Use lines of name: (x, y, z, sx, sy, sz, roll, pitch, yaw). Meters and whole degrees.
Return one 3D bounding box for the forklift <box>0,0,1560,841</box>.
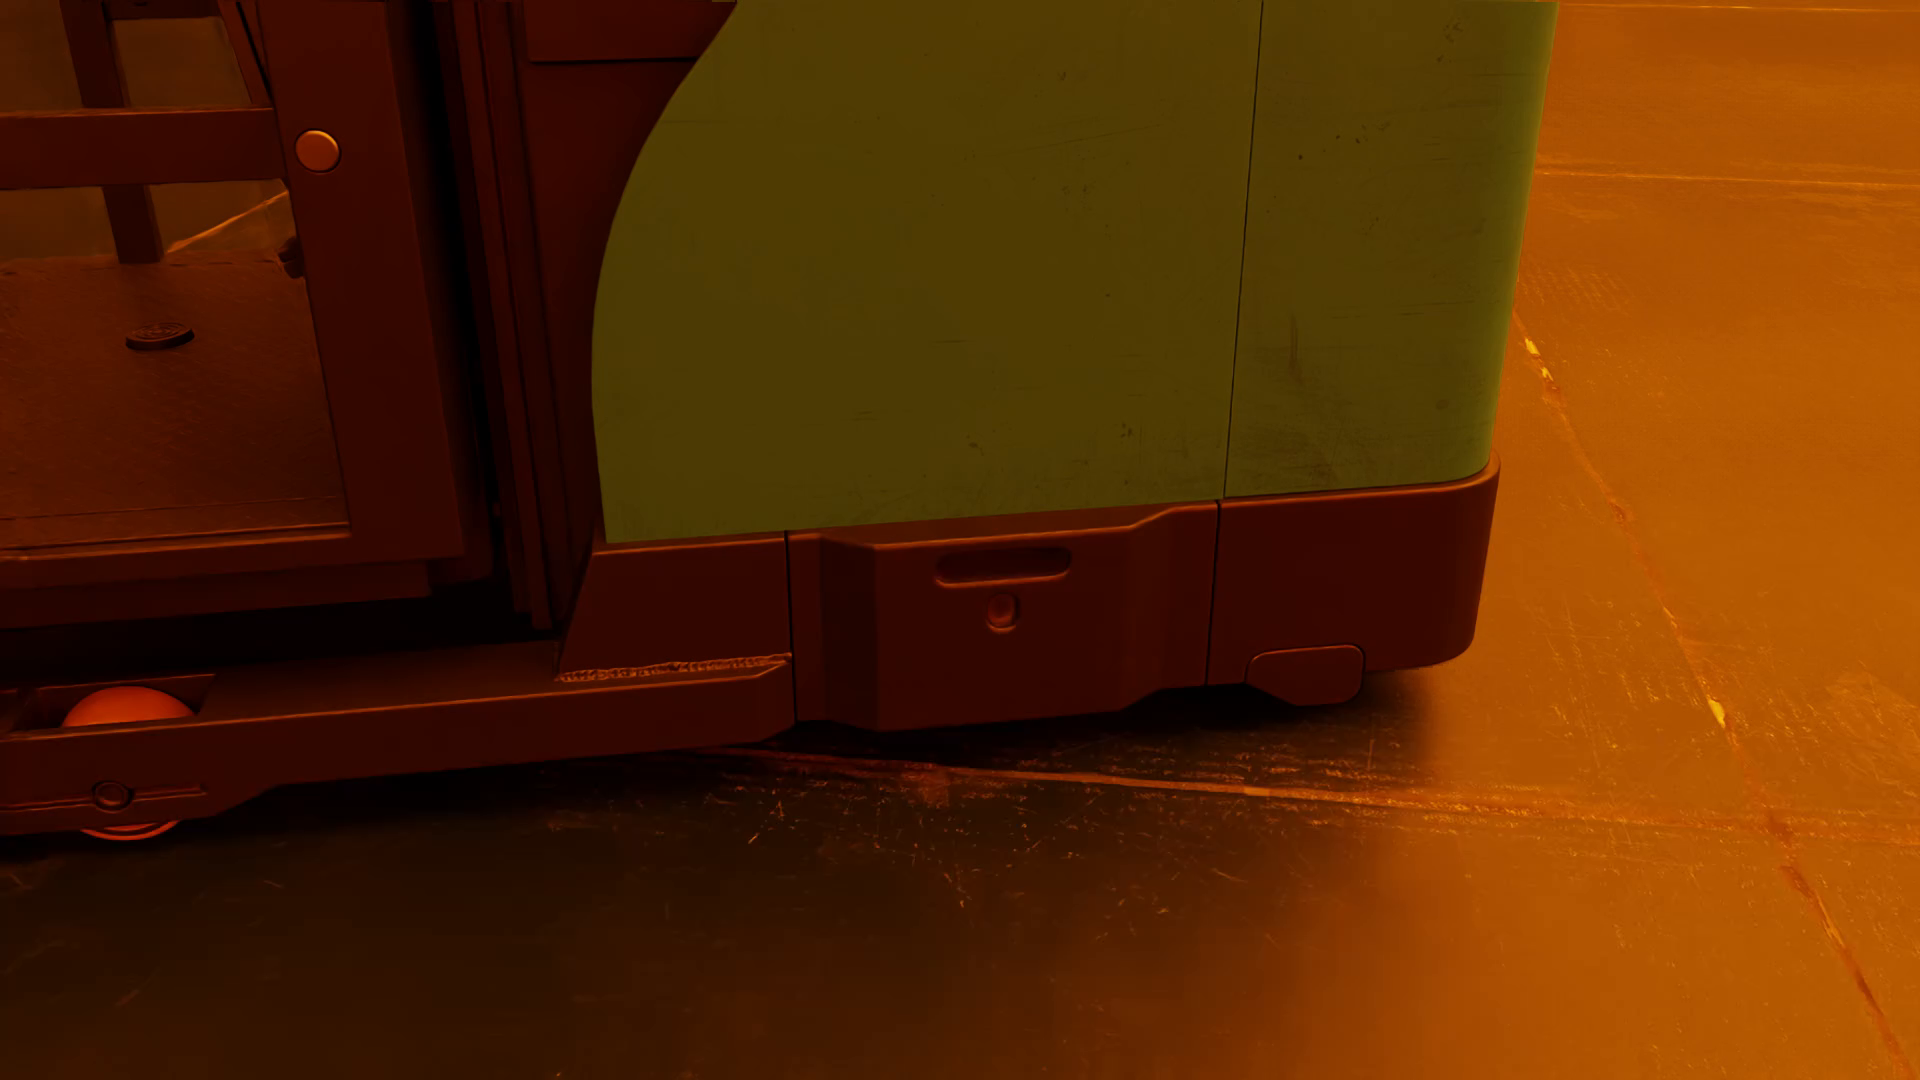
forklift: (-0.913, -1.220, 1.662, 3.031, 2.935, 1.130, -4, 27, -8)
